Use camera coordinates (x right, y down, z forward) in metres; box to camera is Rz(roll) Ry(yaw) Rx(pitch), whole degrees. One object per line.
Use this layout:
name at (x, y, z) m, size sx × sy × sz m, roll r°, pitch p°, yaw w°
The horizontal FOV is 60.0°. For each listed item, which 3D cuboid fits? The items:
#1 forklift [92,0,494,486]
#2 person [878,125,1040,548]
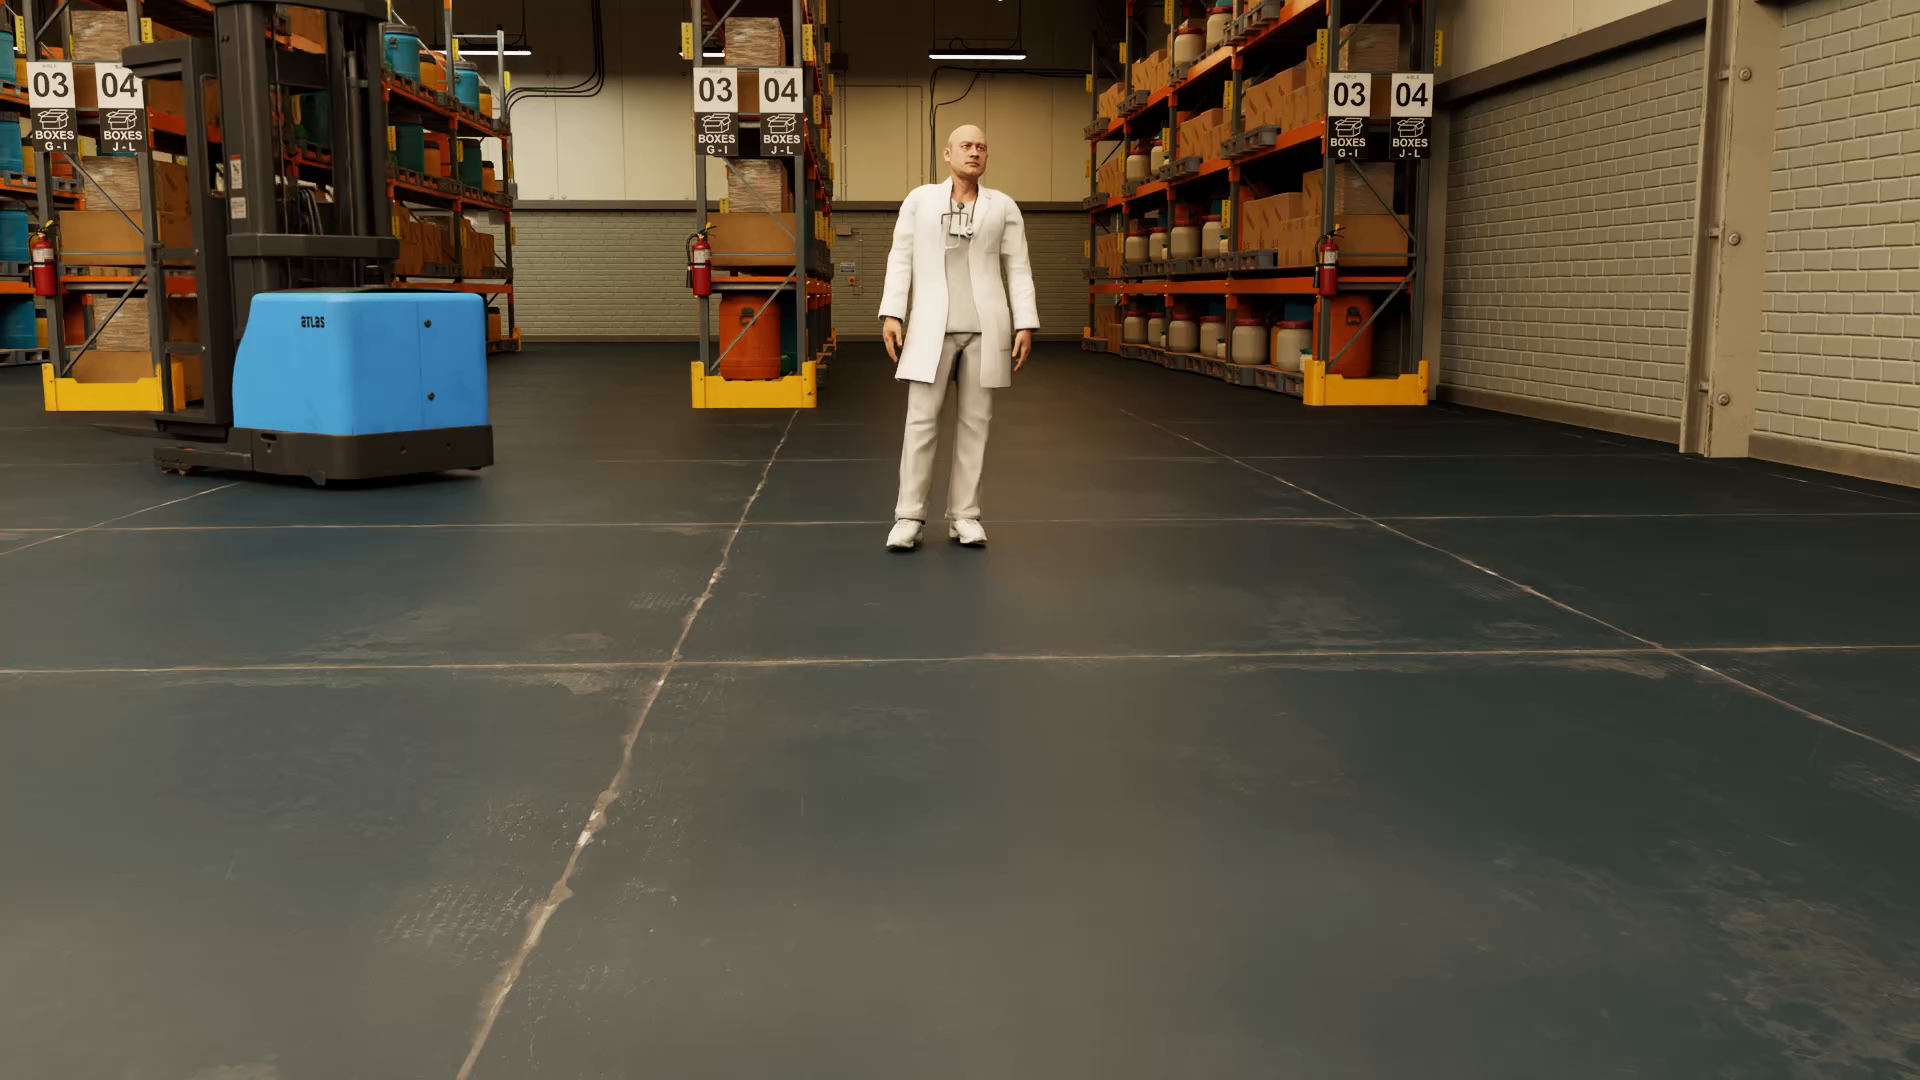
forklift at (-4.242, -1.890, 10.061) m, size 3.031 × 2.935 × 1.130 m, roll 6°, pitch 10°, yaw 35°
person at (0.002, -0.873, 7.088) m, size 0.698 × 1.778 × 0.578 m, roll -1°, pitch 8°, yaw -4°
